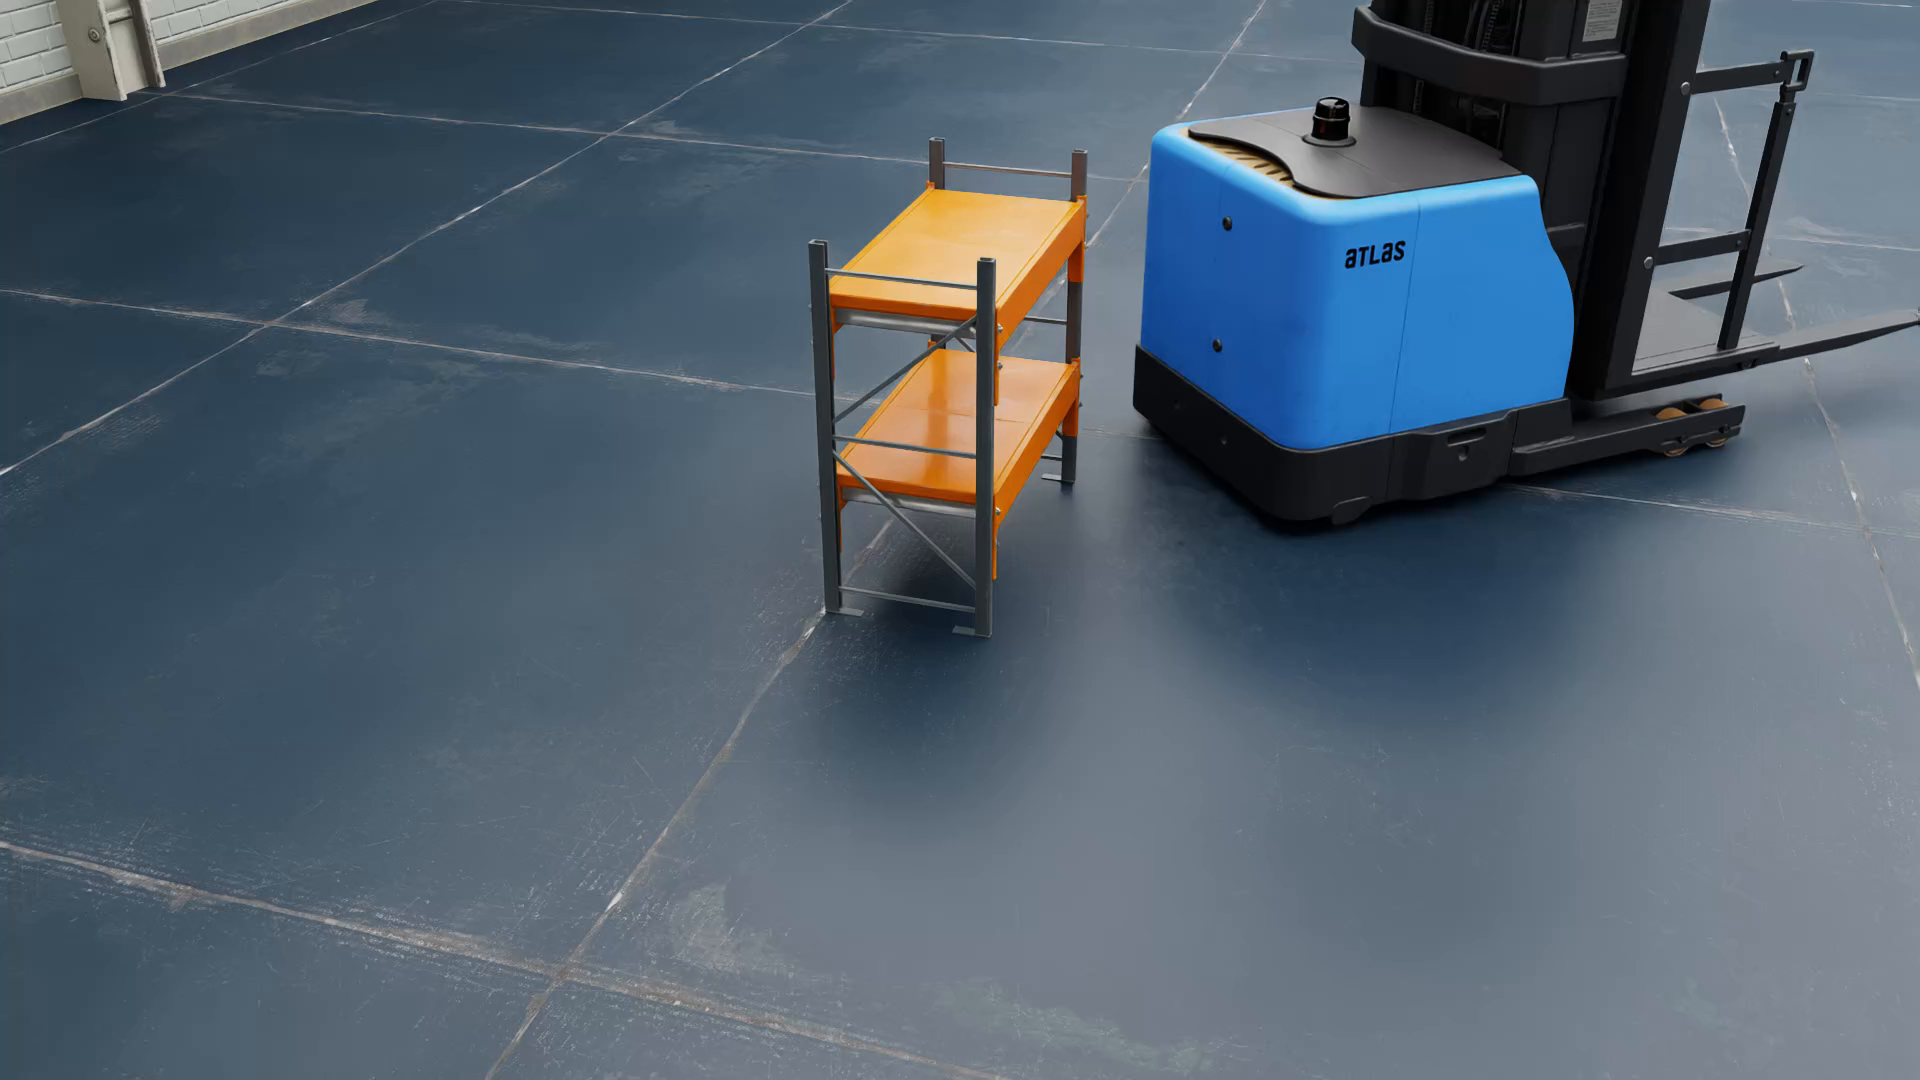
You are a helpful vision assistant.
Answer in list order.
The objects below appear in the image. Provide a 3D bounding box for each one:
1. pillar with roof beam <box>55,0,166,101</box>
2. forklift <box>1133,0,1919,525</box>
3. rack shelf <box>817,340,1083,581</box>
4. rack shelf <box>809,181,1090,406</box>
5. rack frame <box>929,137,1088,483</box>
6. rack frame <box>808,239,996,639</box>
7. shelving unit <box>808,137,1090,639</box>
[{"bbox_3d":[-1.017,-6.072,6.909,9.100,9.000,0.400,8,30,15],"label":"pillar with roof beam"},{"bbox_3d":[2.183,-1.791,5.455,3.031,2.935,1.130,-12,31,-21],"label":"forklift"},{"bbox_3d":[-0.002,-0.275,5.090,0.538,0.278,1.000,8,30,15],"label":"rack shelf"},{"bbox_3d":[-0.002,-0.744,4.829,0.538,0.278,1.000,8,30,15],"label":"rack shelf"},{"bbox_3d":[0.147,-0.725,5.396,0.500,1.125,0.032,8,30,15],"label":"rack frame"},{"bbox_3d":[-0.151,-0.252,4.546,0.500,1.125,0.032,8,30,15],"label":"rack frame"},{"bbox_3d":[-0.002,-0.488,4.971,0.538,1.125,1.048,8,30,15],"label":"shelving unit"}]
